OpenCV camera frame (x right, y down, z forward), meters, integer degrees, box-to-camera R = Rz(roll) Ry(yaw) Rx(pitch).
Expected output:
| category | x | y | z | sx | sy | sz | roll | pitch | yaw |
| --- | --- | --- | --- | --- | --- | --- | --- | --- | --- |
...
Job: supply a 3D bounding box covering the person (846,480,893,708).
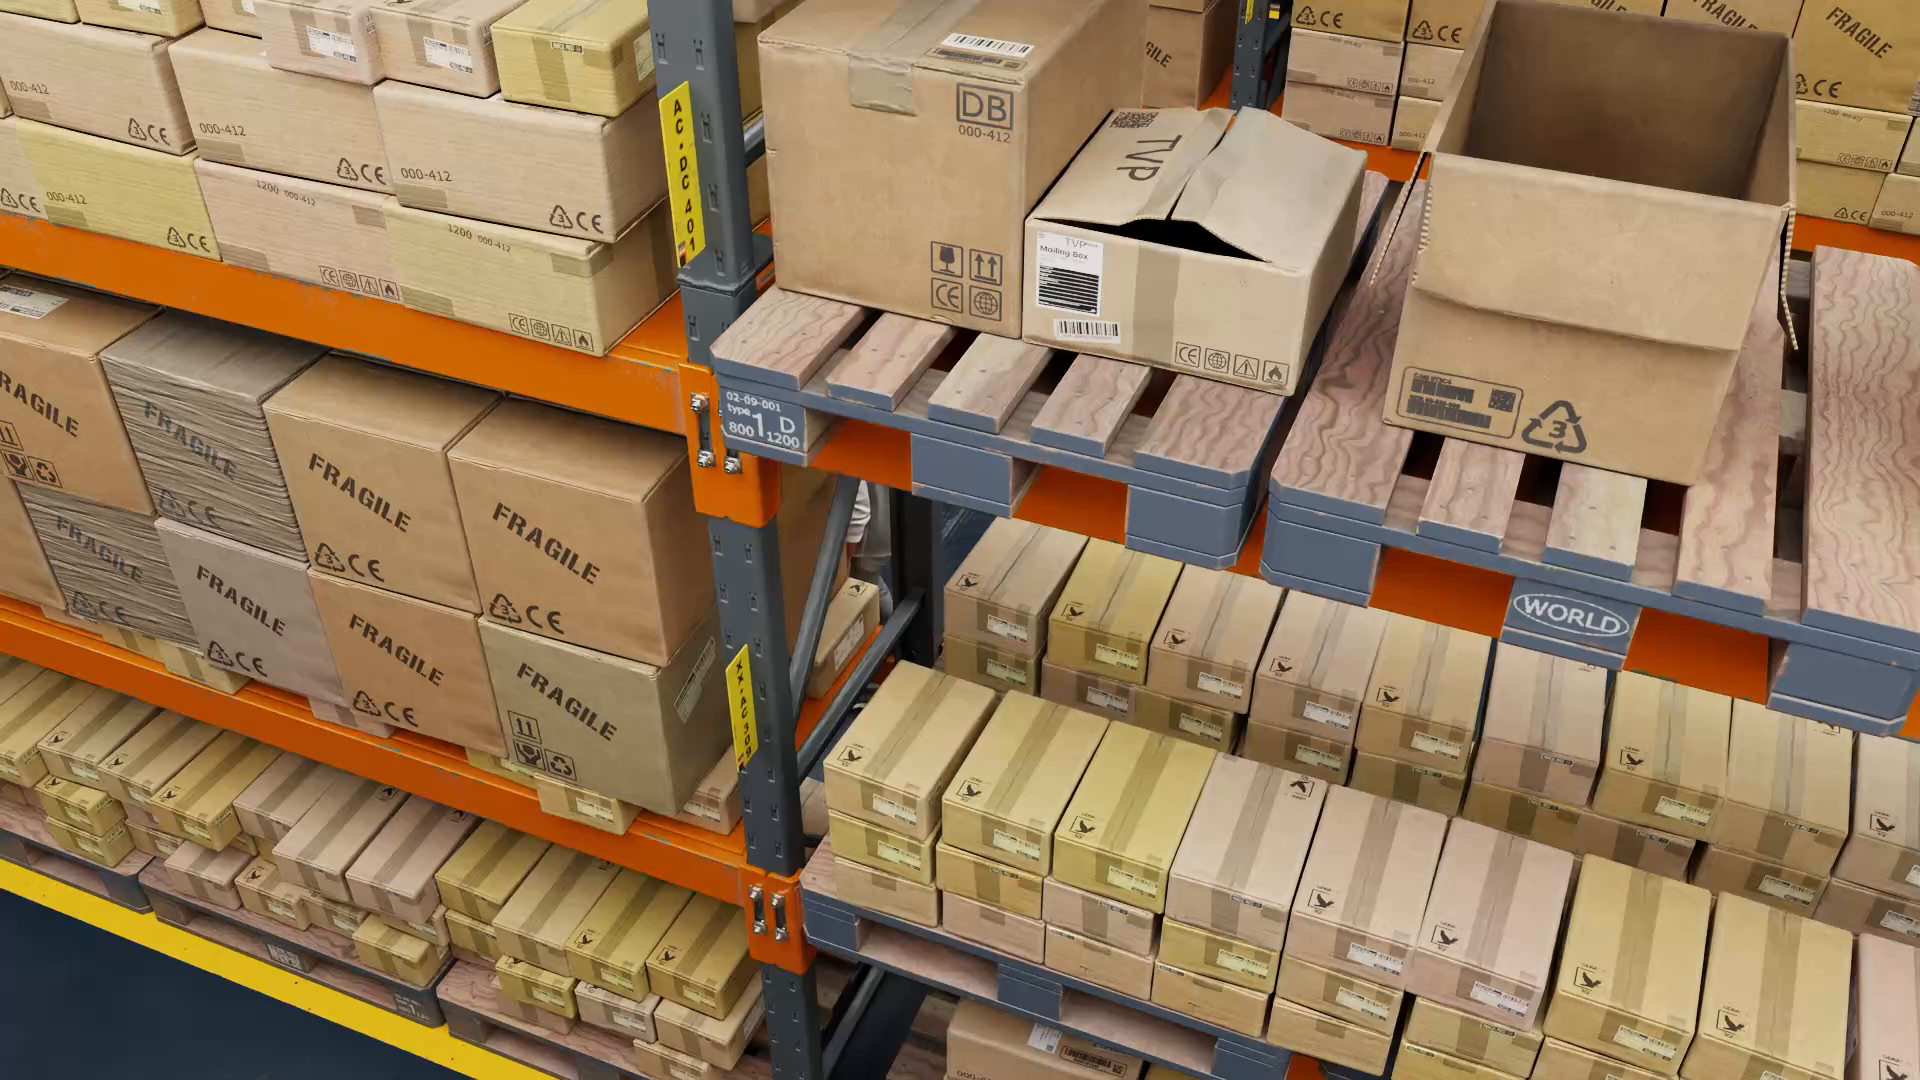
| category | x | y | z | sx | sy | sz | roll | pitch | yaw |
| --- | --- | --- | --- | --- | --- | --- | --- | --- | --- |
| person | -0.370 | 0.008 | 6.245 | 0.347 | 1.476 | 0.472 | 7 | 39 | 9 |
